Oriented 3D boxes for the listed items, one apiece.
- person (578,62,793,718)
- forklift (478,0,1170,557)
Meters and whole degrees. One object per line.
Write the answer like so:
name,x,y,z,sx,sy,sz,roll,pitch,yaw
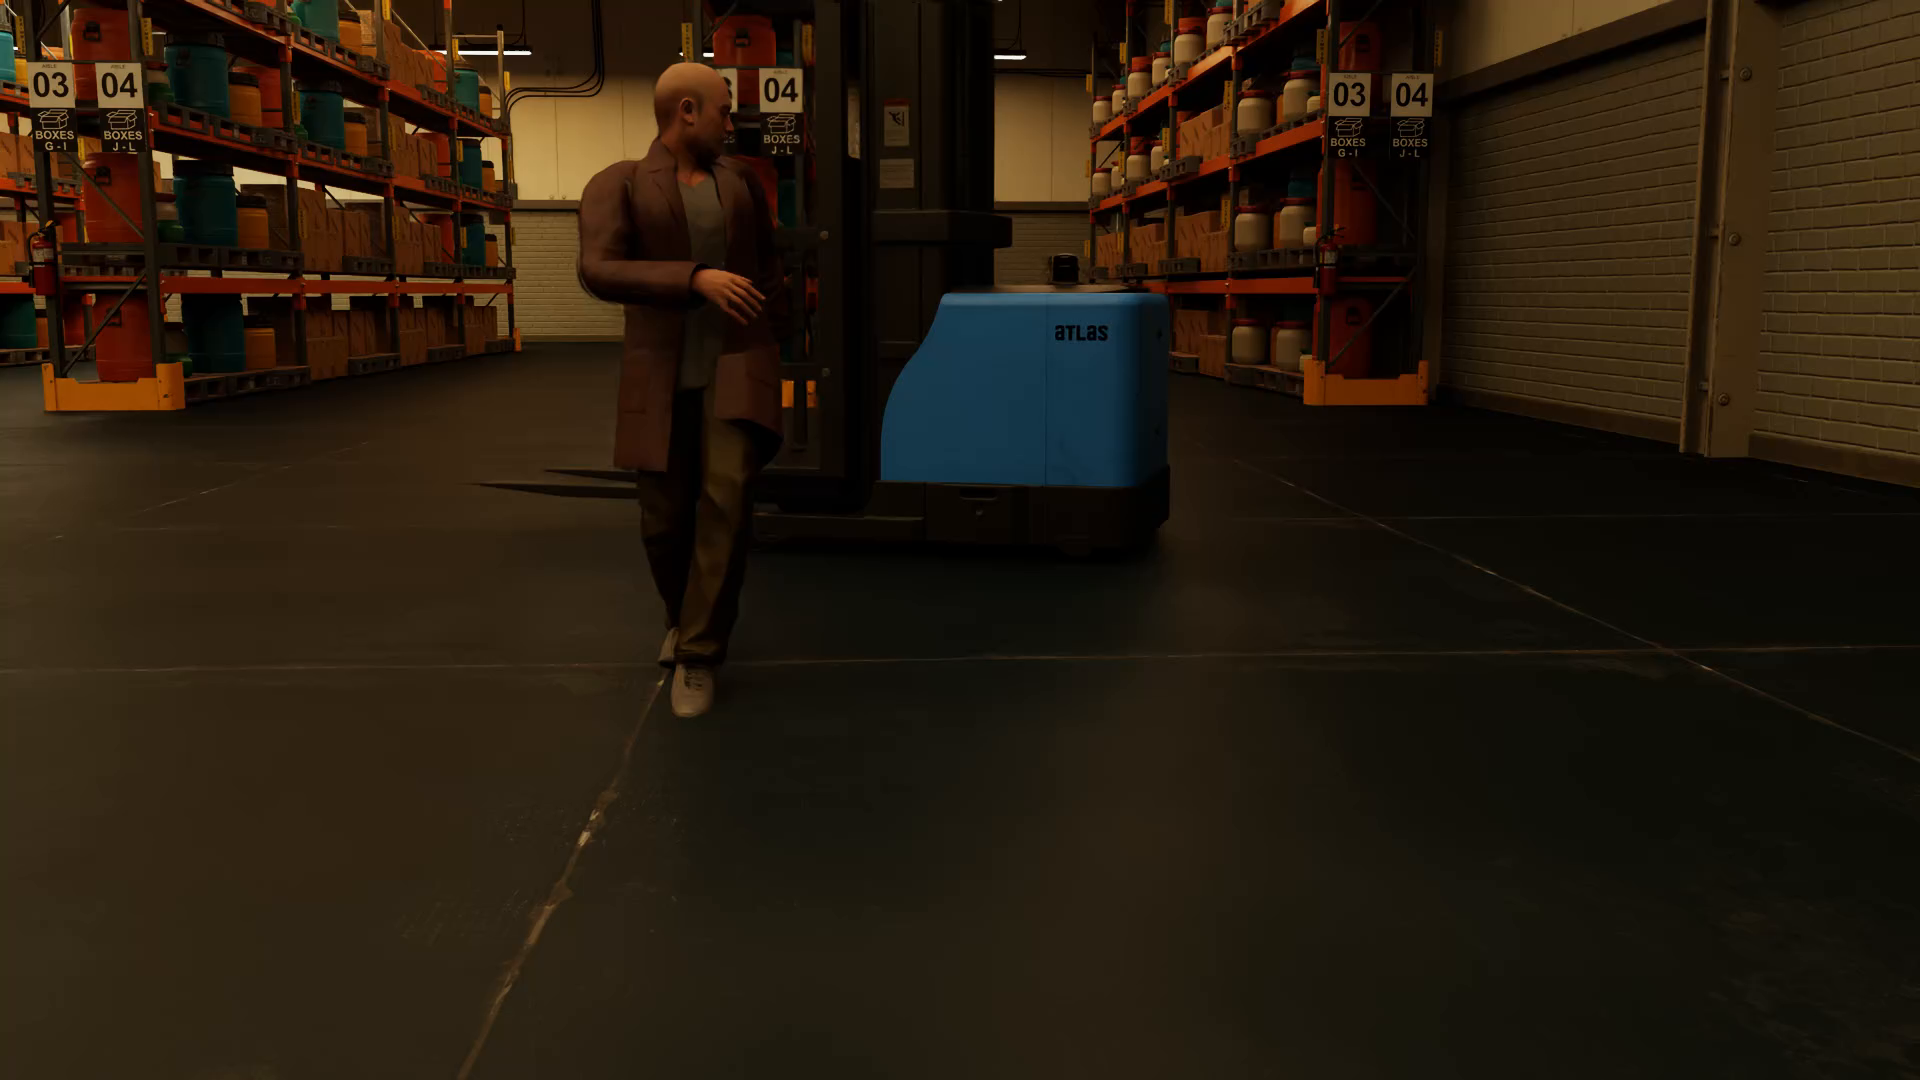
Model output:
person,-0.730,-0.443,4.624,0.613,1.727,1.009,-2,9,-11
forklift,-0.633,-1.474,7.260,3.031,2.935,1.130,2,9,15
